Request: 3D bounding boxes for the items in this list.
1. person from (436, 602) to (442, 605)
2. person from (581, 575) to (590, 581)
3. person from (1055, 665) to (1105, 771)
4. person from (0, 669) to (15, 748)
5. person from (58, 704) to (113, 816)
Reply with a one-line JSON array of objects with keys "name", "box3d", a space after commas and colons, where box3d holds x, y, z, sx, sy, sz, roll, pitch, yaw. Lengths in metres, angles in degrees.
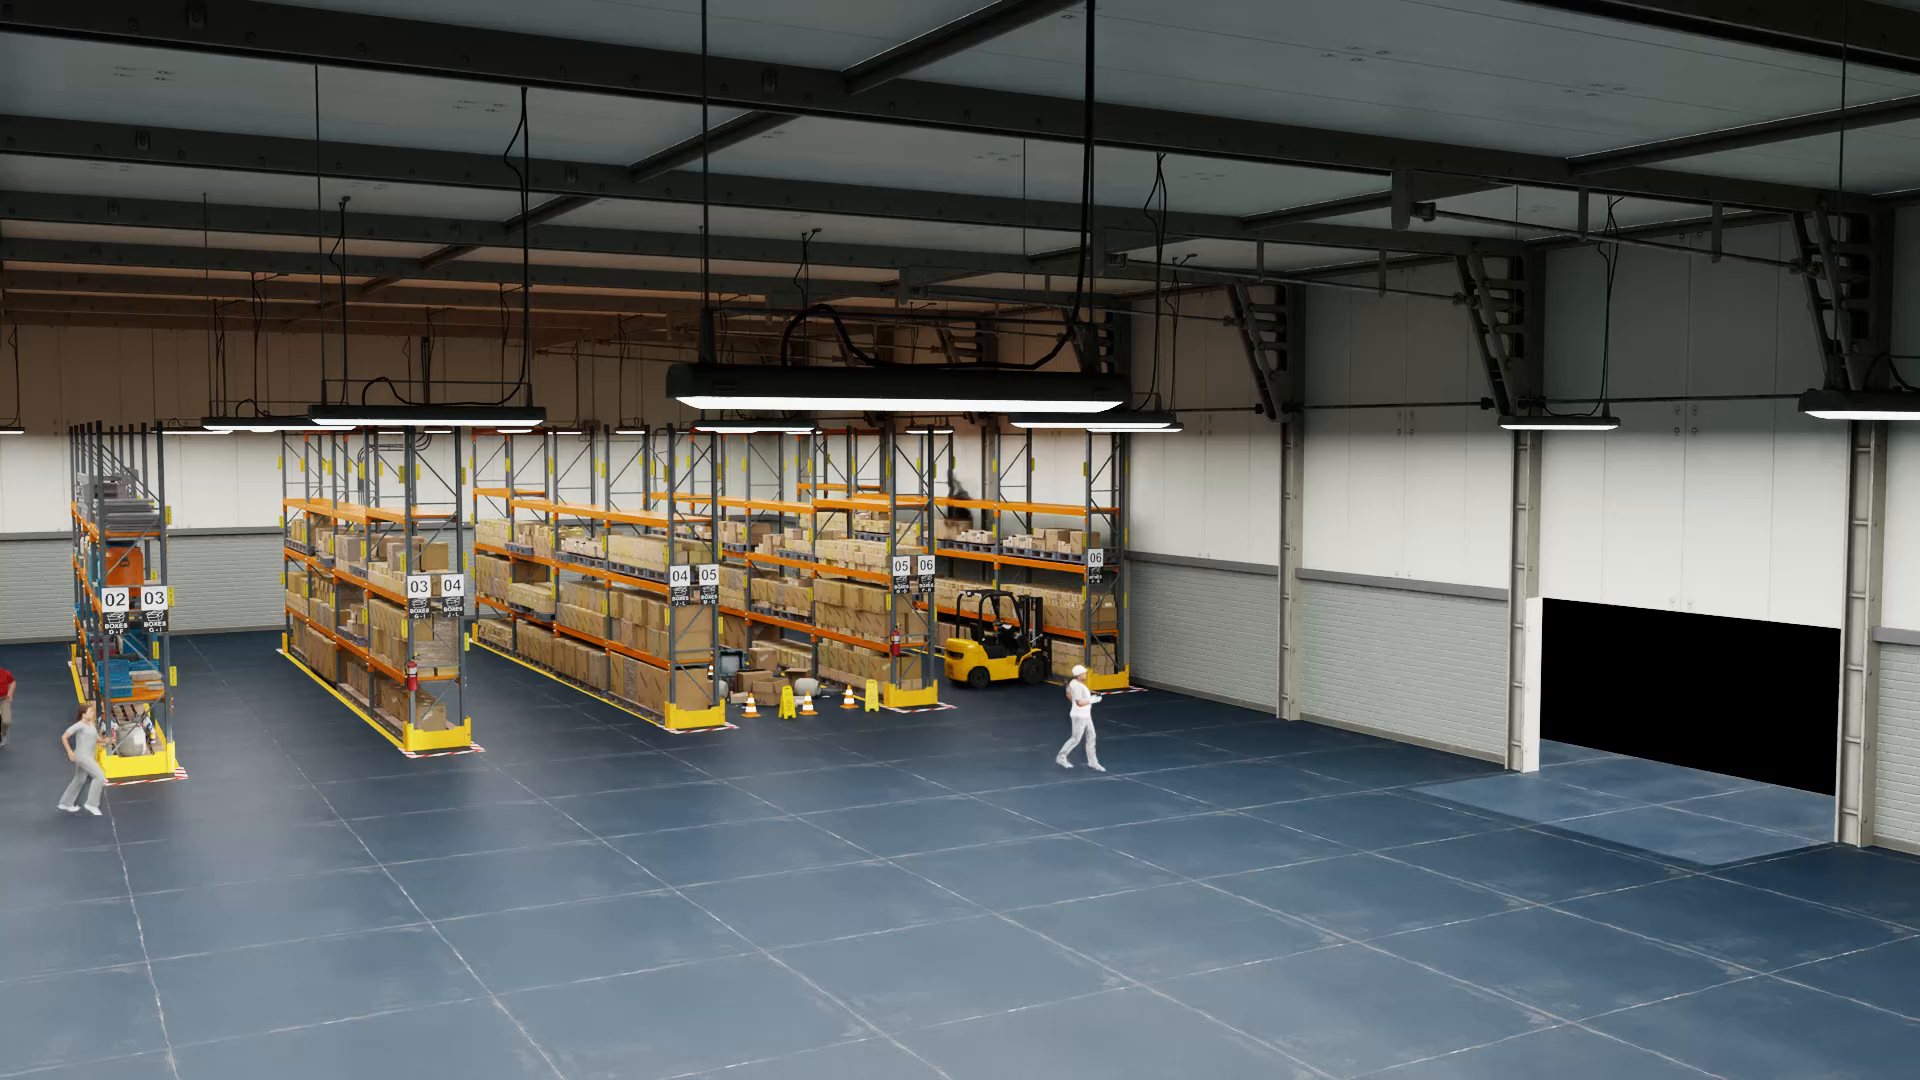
[{"name": "person", "box3d": [-13.640, 2.187, 44.088, 0.586, 1.692, 0.892, -1, 4, -18]}, {"name": "person", "box3d": [-11.115, 1.848, 49.354, 0.590, 1.651, 0.575, -2, 4, -35]}, {"name": "person", "box3d": [2.058, 3.052, 28.445, 0.840, 1.823, 0.662, 1, 4, 12]}, {"name": "person", "box3d": [-17.642, 2.990, 30.474, 0.638, 1.681, 0.586, -3, 4, -36]}, {"name": "person", "box3d": [-13.238, 3.335, 25.145, 0.817, 1.712, 0.527, -1, 4, -11]}]
